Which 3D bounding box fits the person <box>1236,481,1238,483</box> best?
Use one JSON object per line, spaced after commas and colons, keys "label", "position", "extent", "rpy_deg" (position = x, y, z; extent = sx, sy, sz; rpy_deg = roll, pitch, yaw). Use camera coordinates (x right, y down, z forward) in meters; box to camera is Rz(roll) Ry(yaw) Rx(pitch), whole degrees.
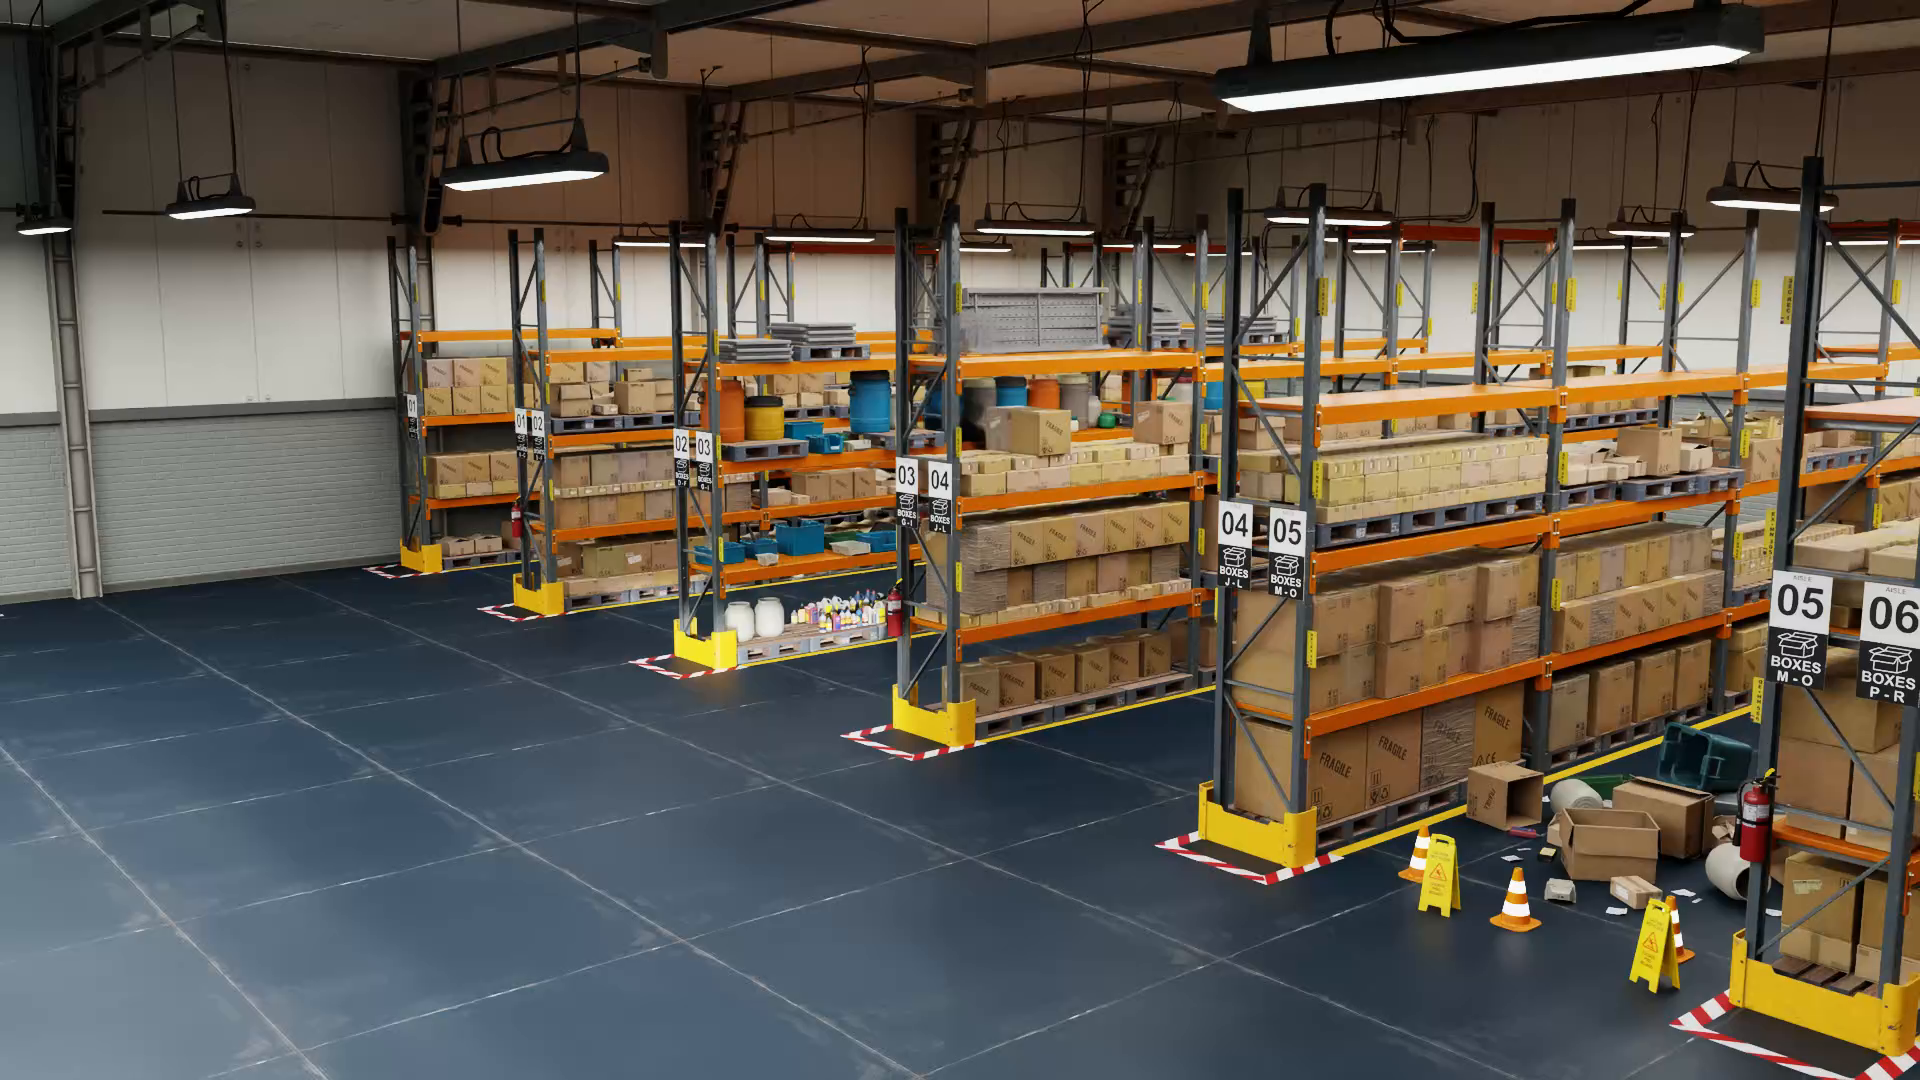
{"label": "person", "position": [5.911, -0.974, 34.645], "extent": [0.657, 1.763, 0.988], "rpy_deg": [7, 11, 38]}

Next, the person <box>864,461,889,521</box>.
{"label": "person", "position": [-1.744, -0.762, 32.945], "extent": [0.672, 1.771, 0.838], "rpy_deg": [8, 12, 43]}
